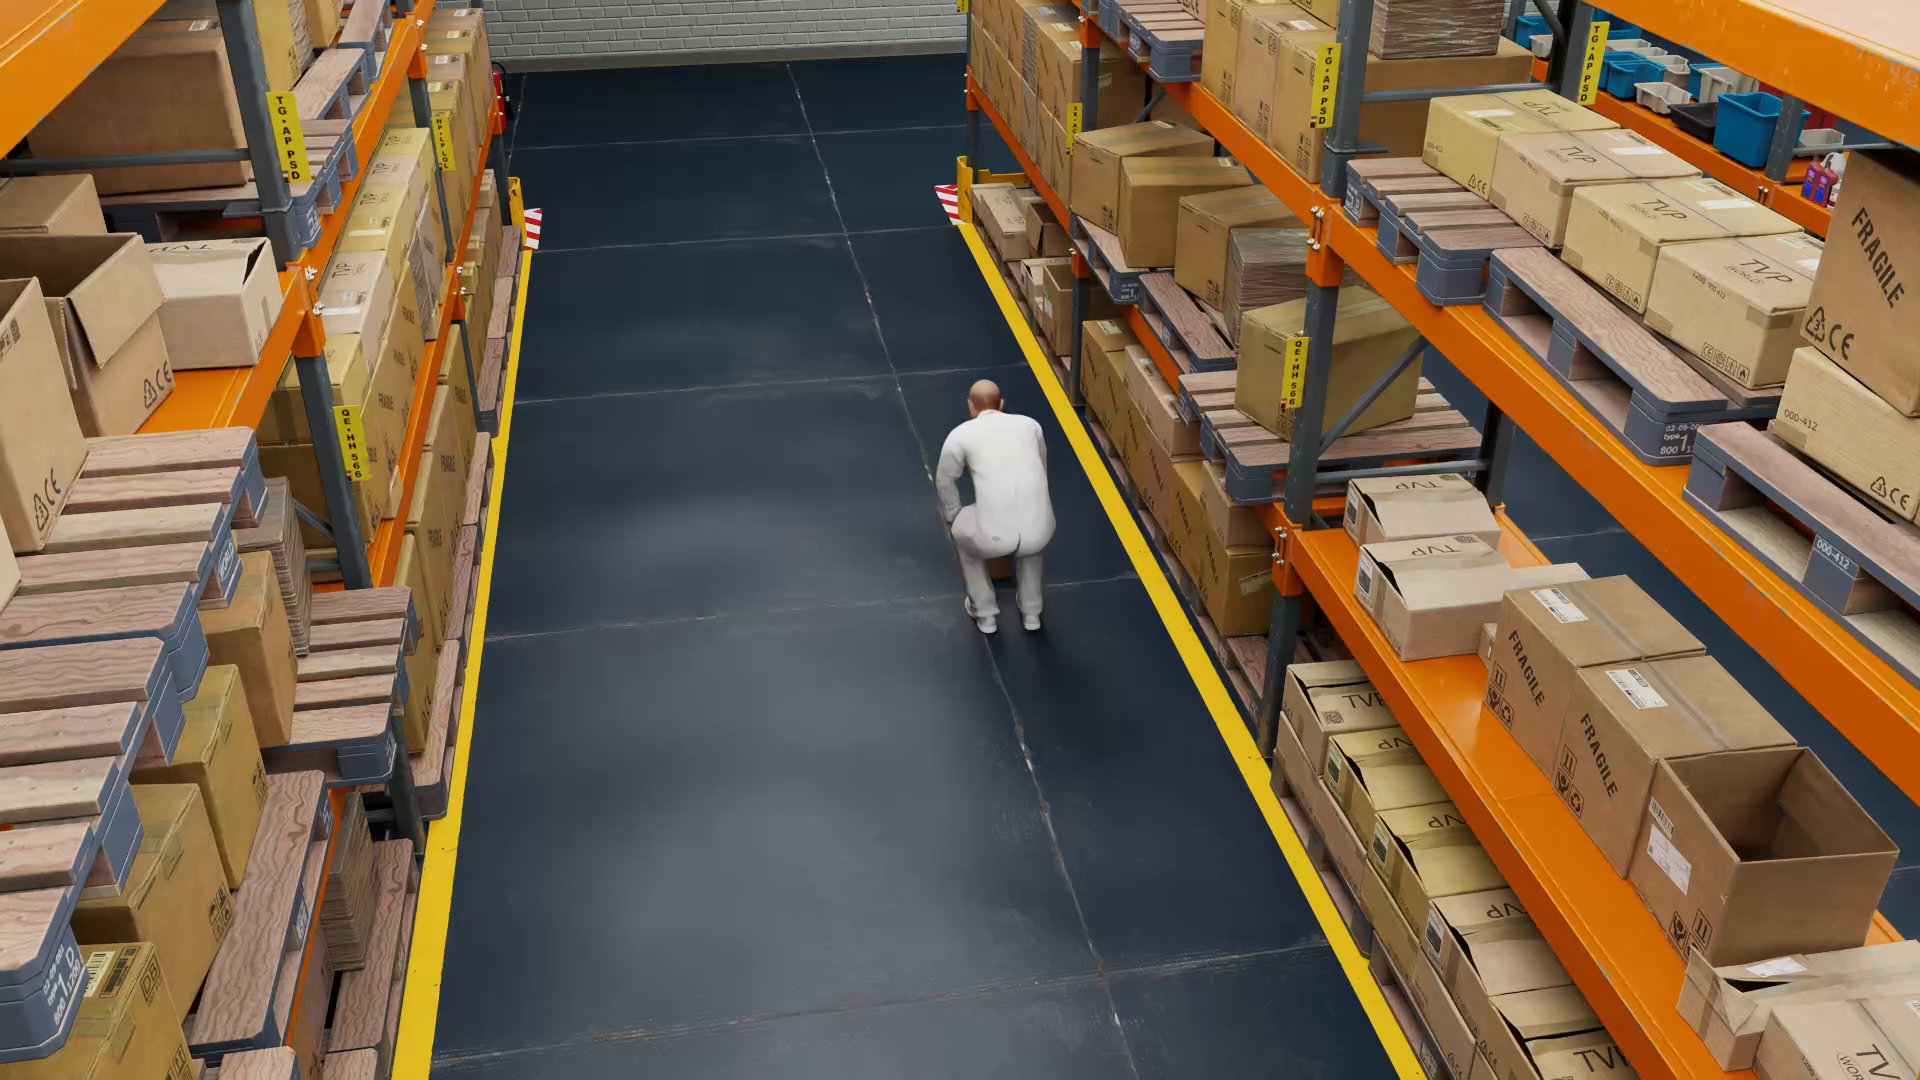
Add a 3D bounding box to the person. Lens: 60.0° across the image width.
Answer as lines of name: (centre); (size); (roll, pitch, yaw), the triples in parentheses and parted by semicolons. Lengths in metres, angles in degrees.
person: (0.203, -0.149, 8.932); (0.631, 1.256, 0.793); (-5, 31, -9)
